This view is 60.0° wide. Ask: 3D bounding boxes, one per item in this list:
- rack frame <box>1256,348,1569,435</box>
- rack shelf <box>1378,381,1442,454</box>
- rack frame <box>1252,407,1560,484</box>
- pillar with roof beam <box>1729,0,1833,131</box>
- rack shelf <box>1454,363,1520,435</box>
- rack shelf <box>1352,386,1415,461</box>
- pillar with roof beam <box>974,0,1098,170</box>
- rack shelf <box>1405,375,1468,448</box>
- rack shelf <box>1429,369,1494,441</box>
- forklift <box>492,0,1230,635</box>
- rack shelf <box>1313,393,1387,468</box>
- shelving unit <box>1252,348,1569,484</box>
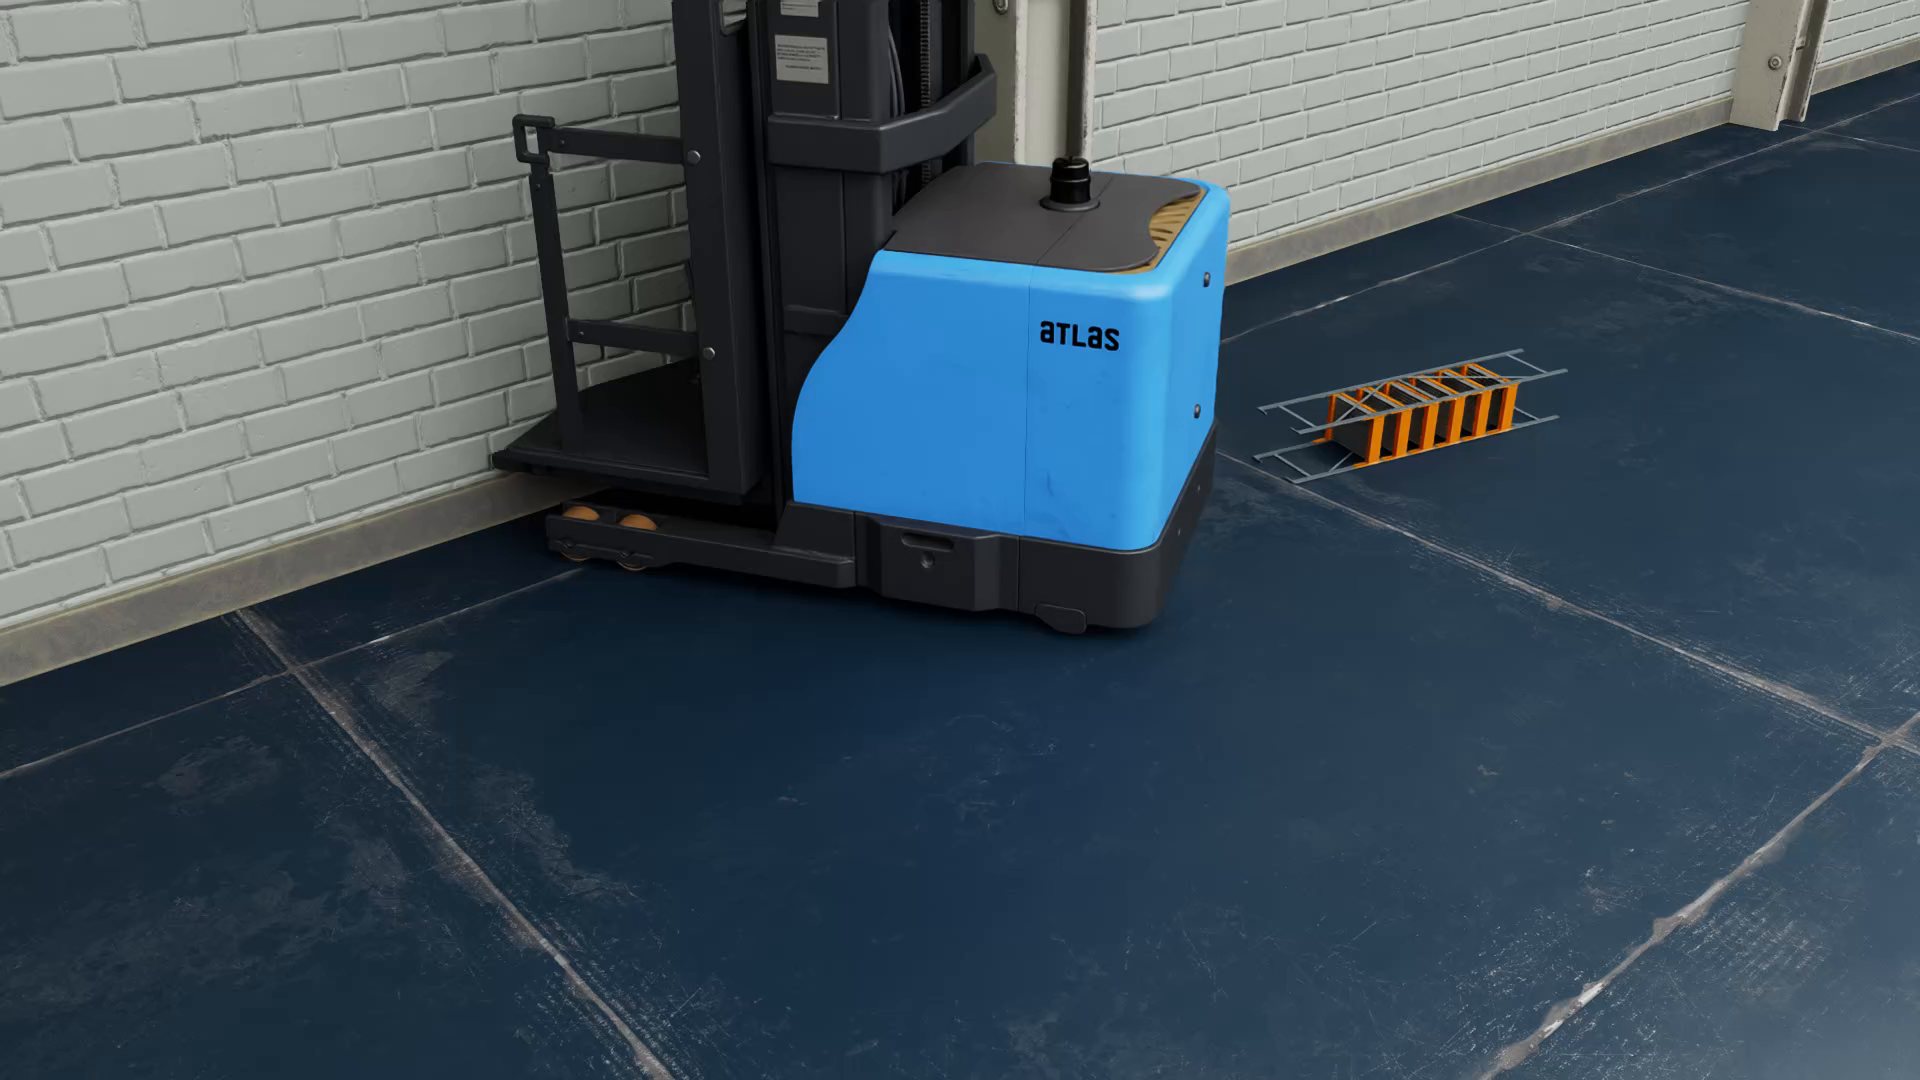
[{"bbox_3d":[1.603,-0.530,5.842,1.200,0.006,0.240,-14,31,-24],"label":"rack frame"},{"bbox_3d":[1.563,-0.440,5.867,0.103,0.180,0.258,-14,31,-24],"label":"rack shelf"},{"bbox_3d":[1.603,-0.368,5.928,1.200,0.006,0.240,-14,31,-24],"label":"rack frame"},{"bbox_3d":[7.600,-4.932,4.931,0.400,9.000,9.100,-22,35,-35],"label":"pillar with roof beam"},{"bbox_3d":[1.884,-0.517,6.012,0.103,0.180,0.258,-14,31,-24],"label":"rack shelf"},{"bbox_3d":[1.457,-0.414,5.819,0.103,0.180,0.258,-14,31,-24],"label":"rack shelf"},{"bbox_3d":[3.036,-3.097,1.497,0.400,9.000,9.100,-22,35,-35],"label":"pillar with roof beam"},{"bbox_3d":[1.670,-0.465,5.915,0.103,0.180,0.258,-14,31,-24],"label":"rack shelf"},{"bbox_3d":[1.777,-0.491,5.964,0.103,0.180,0.258,-14,31,-24],"label":"rack shelf"},{"bbox_3d":[-0.753,-1.425,4.807,3.031,2.935,1.130,9,29,16],"label":"forklift"},{"bbox_3d":[1.350,-0.388,5.770,0.103,0.180,0.258,-14,31,-24],"label":"rack shelf"},{"bbox_3d":[1.603,-0.449,5.885,1.200,0.189,0.258,-14,31,-24],"label":"shelving unit"}]
